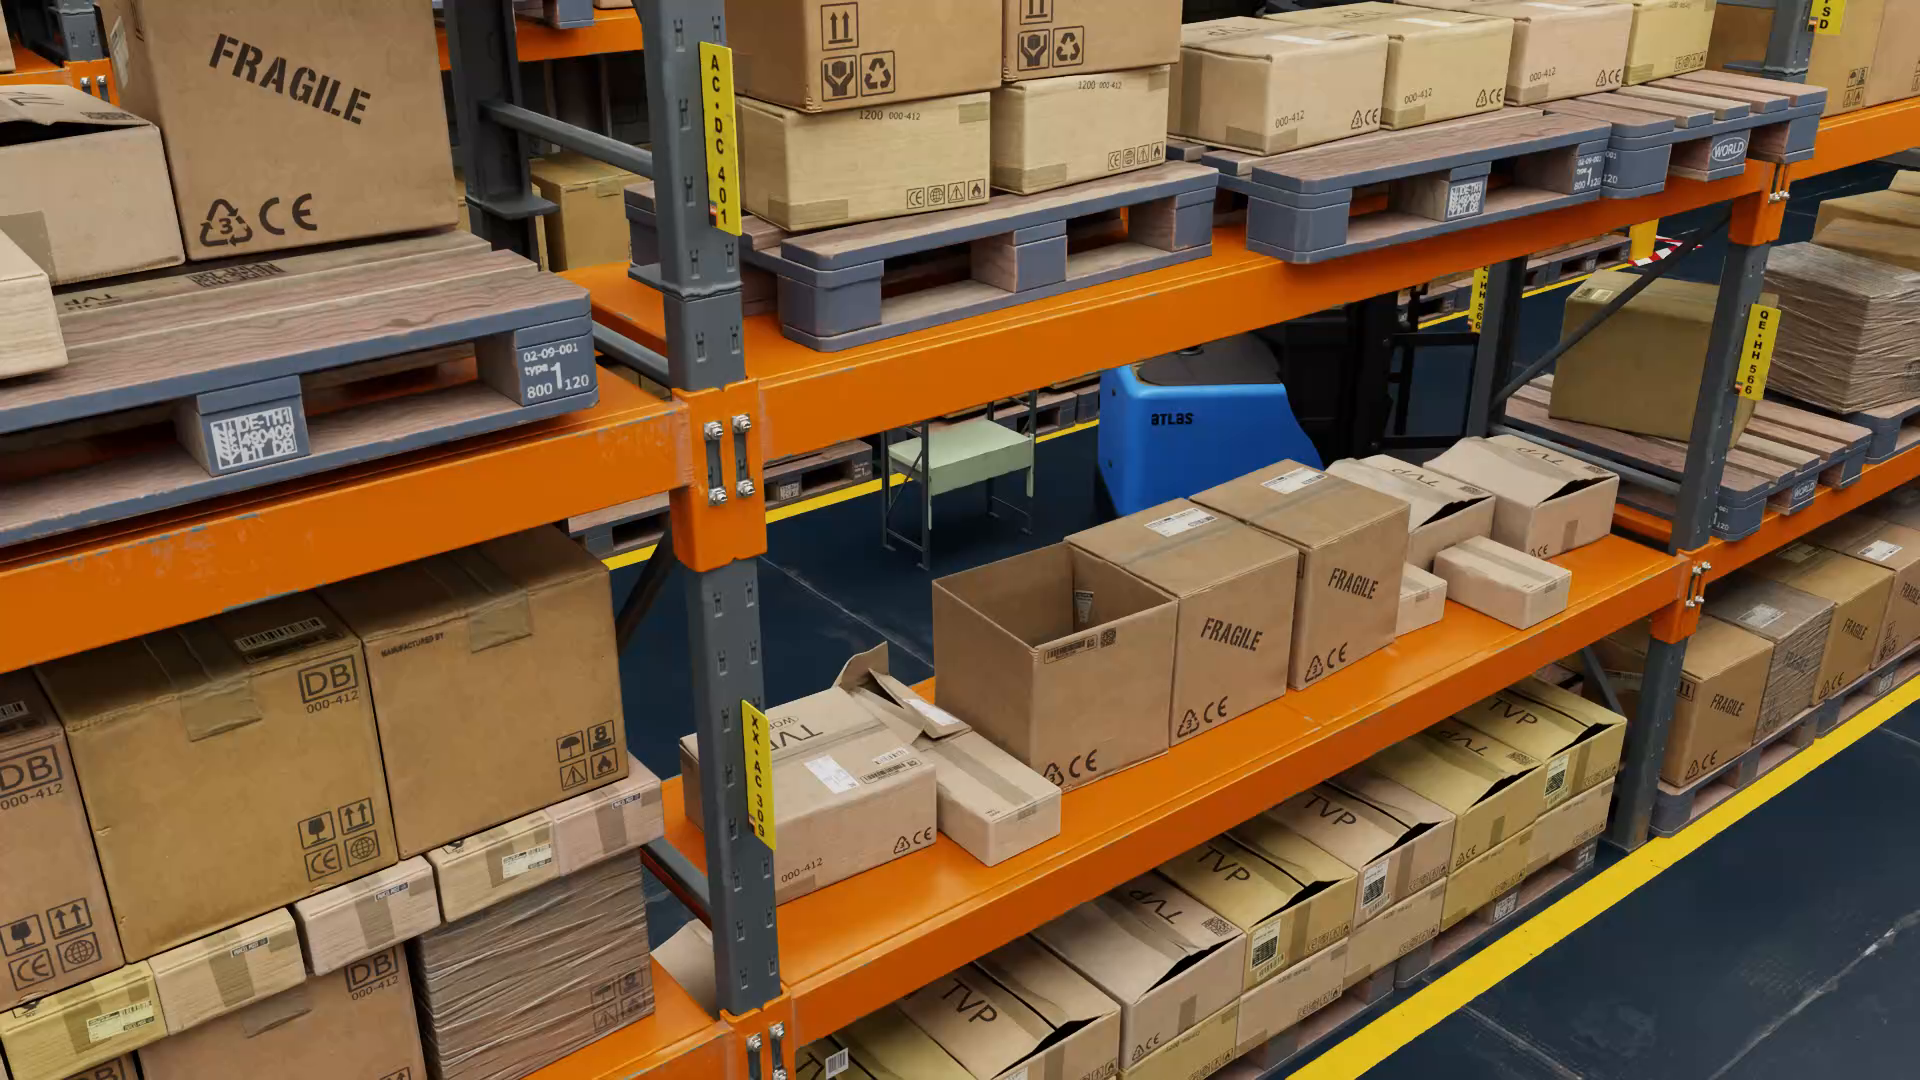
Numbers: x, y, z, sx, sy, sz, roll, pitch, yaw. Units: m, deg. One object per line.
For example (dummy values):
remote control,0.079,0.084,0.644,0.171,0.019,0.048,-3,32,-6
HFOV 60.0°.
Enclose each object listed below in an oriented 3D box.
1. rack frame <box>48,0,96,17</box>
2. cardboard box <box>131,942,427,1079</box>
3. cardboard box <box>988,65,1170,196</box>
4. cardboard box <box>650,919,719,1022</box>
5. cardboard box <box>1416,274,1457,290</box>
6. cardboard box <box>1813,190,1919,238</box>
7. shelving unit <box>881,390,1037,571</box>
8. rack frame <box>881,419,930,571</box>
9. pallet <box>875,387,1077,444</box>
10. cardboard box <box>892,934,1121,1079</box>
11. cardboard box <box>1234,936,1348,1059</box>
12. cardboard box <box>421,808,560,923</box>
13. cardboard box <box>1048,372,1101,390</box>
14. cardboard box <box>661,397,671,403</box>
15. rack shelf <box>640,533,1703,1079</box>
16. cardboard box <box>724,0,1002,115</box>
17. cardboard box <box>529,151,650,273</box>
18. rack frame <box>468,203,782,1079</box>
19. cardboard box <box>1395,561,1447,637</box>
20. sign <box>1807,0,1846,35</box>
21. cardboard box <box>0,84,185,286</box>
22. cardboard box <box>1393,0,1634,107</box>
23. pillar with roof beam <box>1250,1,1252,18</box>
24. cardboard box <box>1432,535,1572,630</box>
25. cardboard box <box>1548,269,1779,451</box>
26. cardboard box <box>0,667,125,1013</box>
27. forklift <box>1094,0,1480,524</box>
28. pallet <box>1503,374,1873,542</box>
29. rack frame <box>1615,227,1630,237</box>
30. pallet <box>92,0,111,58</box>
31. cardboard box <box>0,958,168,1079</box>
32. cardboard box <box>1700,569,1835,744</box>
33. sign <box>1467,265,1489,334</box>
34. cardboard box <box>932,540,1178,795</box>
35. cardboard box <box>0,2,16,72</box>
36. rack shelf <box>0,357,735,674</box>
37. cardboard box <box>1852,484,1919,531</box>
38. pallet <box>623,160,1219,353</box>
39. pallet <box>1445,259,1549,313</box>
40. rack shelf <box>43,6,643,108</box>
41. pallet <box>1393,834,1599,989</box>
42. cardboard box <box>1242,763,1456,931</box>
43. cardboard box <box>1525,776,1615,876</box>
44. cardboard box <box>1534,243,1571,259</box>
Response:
rack frame,-3.826,-3.620,6.360,0.127,3.000,1.000,-18,31,-34
cardboard box,-1.522,0.953,3.516,0.500,0.500,0.700,-19,31,-35
cardboard box,0.155,-1.042,4.049,0.500,0.250,0.500,-22,33,-39
cardboard box,-0.624,1.344,4.893,0.500,0.311,0.500,-18,31,-34
cardboard box,3.519,-2.323,13.163,0.500,0.500,0.700,-19,31,-35
cardboard box,4.517,-1.324,7.922,0.500,0.500,0.700,-13,28,-26
shelving unit,-0.005,-0.679,8.931,0.755,1.500,0.431,-18,31,-34
rack frame,-0.293,-0.583,8.726,0.023,1.500,0.400,-18,31,-34
pallet,-0.011,-0.853,10.837,1.213,0.211,1.003,-18,31,-34
cardboard box,0.110,1.391,4.792,0.500,0.311,0.500,-19,31,-35
cardboard box,0.914,1.376,5.490,0.500,0.250,0.500,-18,30,-33
cardboard box,-1.043,0.607,3.490,0.250,0.149,0.380,-19,31,-35
cardboard box,0.675,-1.526,11.030,0.750,0.750,0.750,-18,31,-34
cardboard box,-1.689,-0.704,9.650,0.500,0.500,0.700,-18,31,-34
rack shelf,0.808,0.548,5.360,4.000,0.370,1.077,-18,31,-34
cardboard box,-0.256,-1.229,3.560,0.500,0.500,0.500,-18,30,-33
cardboard box,-2.008,-1.726,8.765,0.500,0.500,0.700,-18,31,-34
rack frame,-0.766,0.741,4.089,0.127,3.000,1.000,-18,31,-34
cardboard box,1.413,0.166,5.627,0.250,0.149,0.380,-16,29,-30
sign,2.718,-1.743,5.171,0.005,0.325,0.100,-18,31,-34
cardboard box,-1.750,-0.649,2.963,0.500,0.311,0.500,-20,32,-37
cardboard box,1.658,-1.502,5.040,0.500,0.250,0.500,-17,30,-33
pillar with roof beam,5.143,-4.740,8.774,0.400,9.000,9.100,-18,31,-34
cardboard box,1.845,0.141,5.680,0.250,0.149,0.380,-18,31,-34
cardboard box,2.808,-0.734,6.652,0.700,0.500,0.500,15,29,29
cardboard box,-1.903,0.486,2.979,0.500,0.500,0.700,-18,31,-34
forklift,2.311,-1.360,8.700,3.031,2.935,1.130,-2,25,-4
pallet,2.872,-0.410,6.798,1.003,0.211,1.213,-18,31,-34
rack frame,5.617,-4.016,14.340,0.127,3.000,1.000,-18,31,-34
pallet,-3.274,-2.299,7.301,1.003,0.211,1.213,-18,31,-34
cardboard box,-1.650,0.807,3.058,0.250,0.149,0.380,-18,31,-34
cardboard box,3.325,0.475,7.110,0.500,0.500,0.500,-20,31,-36
sign,2.039,-0.964,6.483,0.005,0.325,0.100,-18,31,-34
cardboard box,0.263,0.365,4.781,0.500,0.500,0.500,-16,29,-30
cardboard box,-4.072,-2.100,6.506,0.500,0.500,0.500,-17,30,-33
rack shelf,-2.340,0.227,2.490,4.000,0.370,1.077,-18,31,-34
cardboard box,4.529,0.076,7.969,0.500,0.500,0.500,-18,30,-33
pallet,-0.080,-0.766,4.001,1.217,0.209,0.805,-20,31,-36
pallet,4.077,-2.202,13.744,1.213,0.211,1.003,-18,31,-34
rack shelf,-2.252,-2.452,8.263,4.000,0.370,1.077,-18,31,-34
pallet,1.710,1.168,6.482,1.213,0.211,1.003,-18,31,-34
cardboard box,1.318,0.990,5.656,0.500,0.311,0.500,-18,31,-34
cardboard box,2.118,0.977,6.350,0.500,0.250,0.500,-17,30,-33
cardboard box,4.735,-2.728,14.034,0.500,0.500,0.700,-18,31,-34
